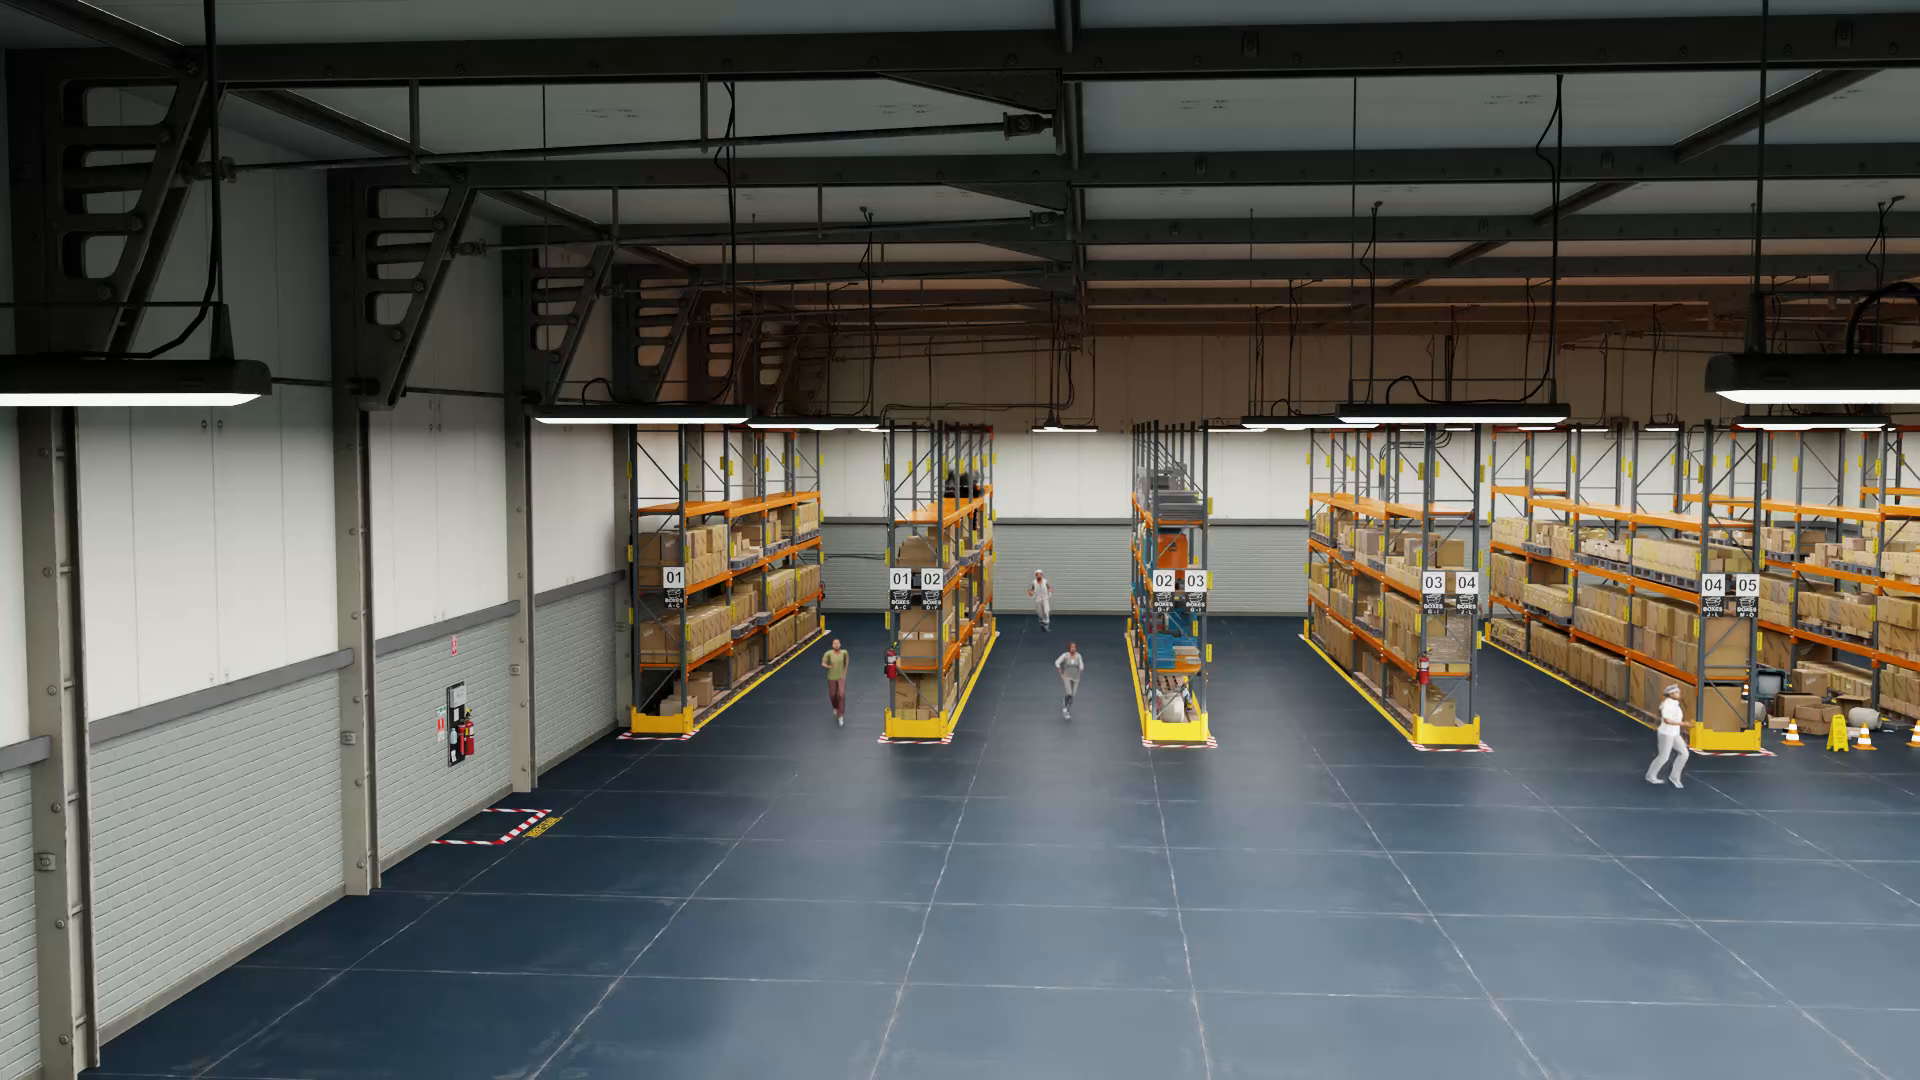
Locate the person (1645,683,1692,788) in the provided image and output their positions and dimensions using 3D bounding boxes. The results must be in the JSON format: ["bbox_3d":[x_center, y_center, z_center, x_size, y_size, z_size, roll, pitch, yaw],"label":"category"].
[{"bbox_3d":[11.509,3.188,26.964,0.736,1.742,0.563,3,5,41],"label":"person"}]

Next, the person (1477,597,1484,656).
[{"bbox_3d":[13.357,2.090,43.487,0.672,1.799,0.966,0,4,4],"label":"person"}]

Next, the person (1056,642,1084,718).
[{"bbox_3d":[2.230,2.822,33.392,0.534,1.556,0.615,-1,4,-13],"label":"person"}]

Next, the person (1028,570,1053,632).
[{"bbox_3d":[2.238,1.692,46.104,0.703,1.738,0.623,0,4,-4],"label":"person"}]

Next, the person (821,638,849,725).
[{"bbox_3d":[-2.495,2.797,33.240,0.544,1.709,1.008,0,4,-3],"label":"person"}]
